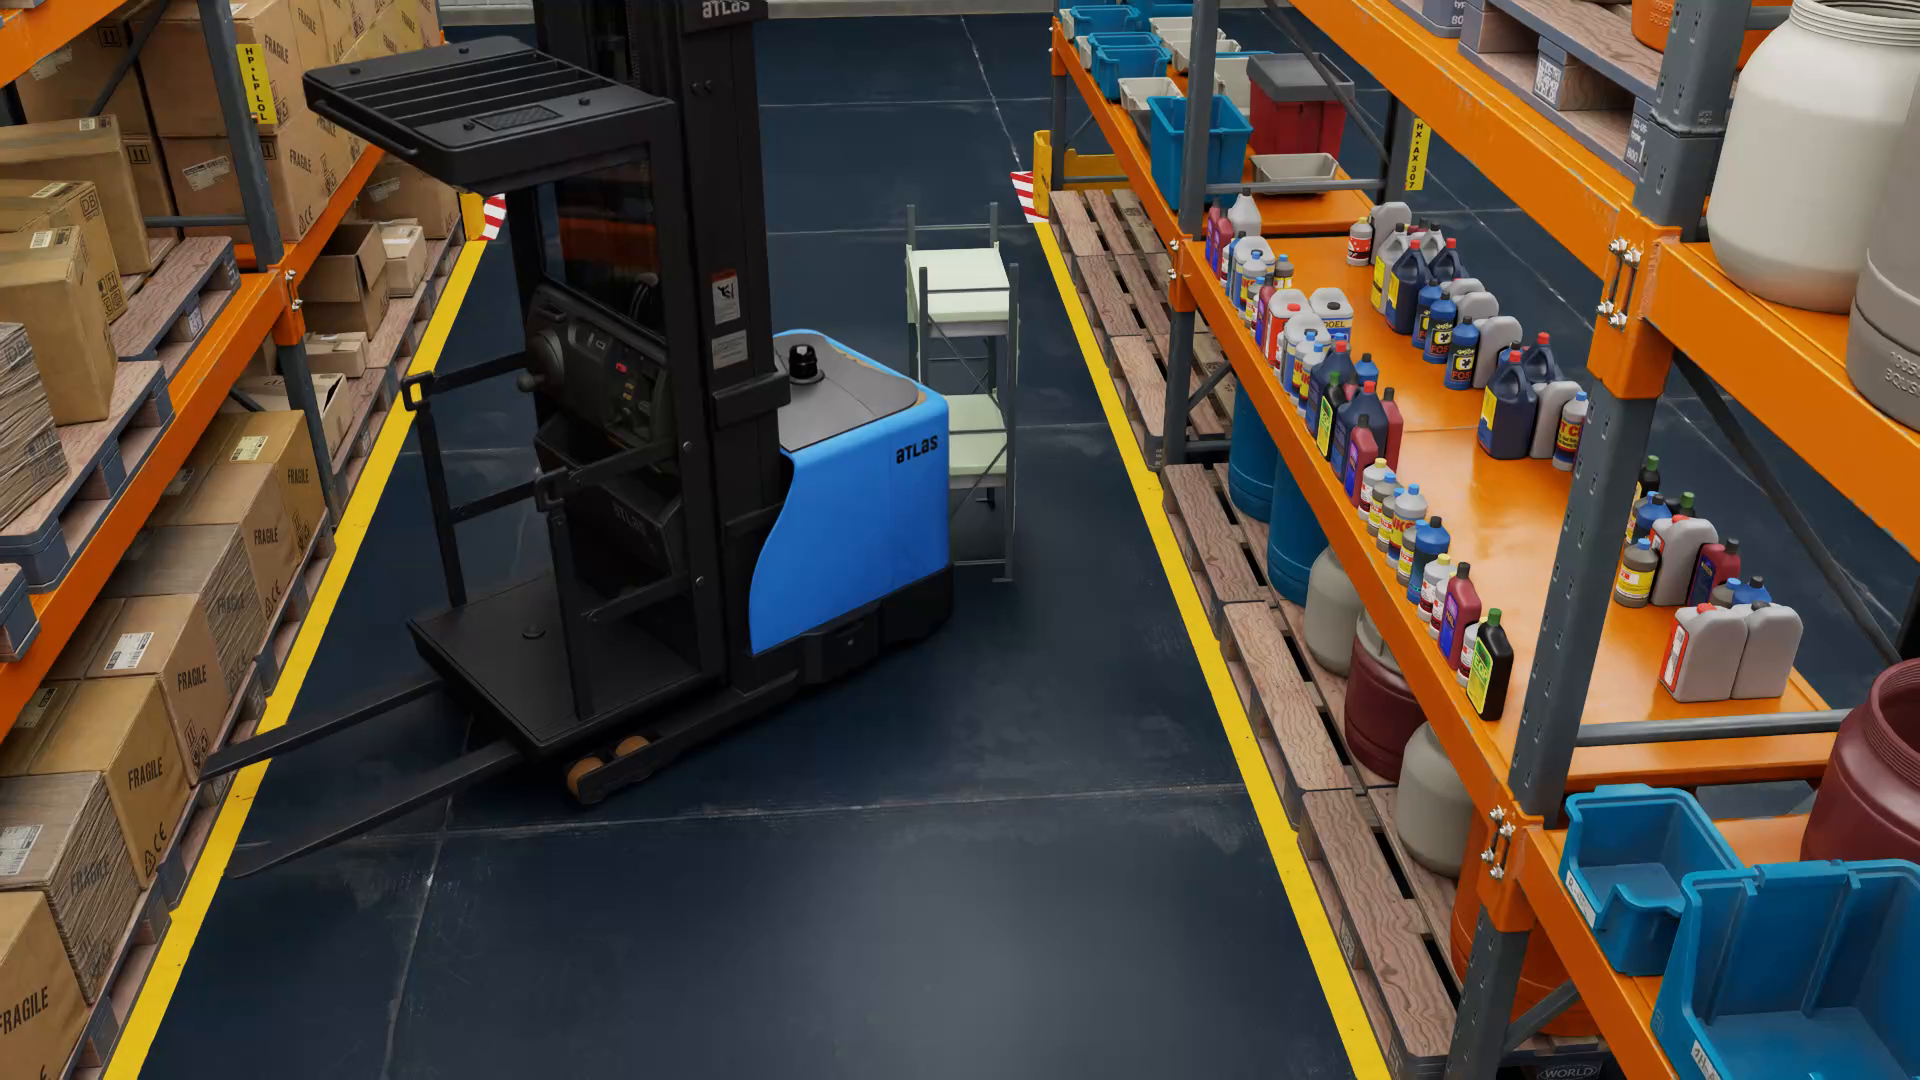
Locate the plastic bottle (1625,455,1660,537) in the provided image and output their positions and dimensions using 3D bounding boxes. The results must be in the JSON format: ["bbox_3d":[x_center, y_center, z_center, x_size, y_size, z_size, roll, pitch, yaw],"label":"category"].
[{"bbox_3d":[2.117,-0.149,5.188,0.061,0.283,0.133,-3,31,-5],"label":"plastic bottle"}]

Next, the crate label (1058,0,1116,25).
[{"bbox_3d":[0.815,-3.434,10.679,0.416,0.233,0.303,-3,31,-5],"label":"crate label"}]

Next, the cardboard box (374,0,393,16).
[{"bbox_3d":[-3.396,-3.123,8.980,0.500,0.500,0.500,-2,31,-3],"label":"cardboard box"}]

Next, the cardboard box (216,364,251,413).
[{"bbox_3d":[-3.774,-0.738,8.068,0.500,0.500,0.500,-3,31,-5],"label":"cardboard box"}]

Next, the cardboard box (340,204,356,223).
[{"bbox_3d":[-3.997,-1.849,10.172,0.500,0.250,0.500,-3,31,-5],"label":"cardboard box"}]

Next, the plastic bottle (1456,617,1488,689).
[{"bbox_3d":[1.412,0.302,4.514,0.097,0.201,0.097,0,31,0],"label":"plastic bottle"}]

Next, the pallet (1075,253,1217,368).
[{"bbox_3d":[1.269,-1.381,9.856,1.003,0.211,1.213,-3,31,-5],"label":"pallet"}]

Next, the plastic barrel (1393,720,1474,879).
[{"bbox_3d":[1.663,0.817,5.474,0.421,0.512,0.421,0,31,0],"label":"plastic barrel"}]

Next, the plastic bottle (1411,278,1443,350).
[{"bbox_3d":[1.811,-0.880,6.423,0.097,0.271,0.097,0,31,0],"label":"plastic bottle"}]

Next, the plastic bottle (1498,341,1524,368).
[{"bbox_3d":[1.958,-0.579,5.920,0.097,0.271,0.097,0,31,0],"label":"plastic bottle"}]

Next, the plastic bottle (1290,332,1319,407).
[{"bbox_3d":[1.249,-0.619,5.986,0.097,0.271,0.097,0,31,0],"label":"plastic bottle"}]

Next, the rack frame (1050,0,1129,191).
[{"bbox_3d":[1.120,-3.622,10.889,1.000,3.000,0.127,-3,31,-5],"label":"rack frame"}]

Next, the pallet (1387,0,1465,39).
[{"bbox_3d":[1.773,-1.812,5.118,1.003,0.211,1.213,-3,31,-5],"label":"pallet"}]

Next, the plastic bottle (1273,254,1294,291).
[{"bbox_3d":[1.314,-1.069,6.808,0.097,0.201,0.097,0,31,0],"label":"plastic bottle"}]

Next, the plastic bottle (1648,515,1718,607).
[{"bbox_3d":[2.105,0.043,4.874,0.152,0.276,0.135,-3,31,-5],"label":"plastic bottle"}]

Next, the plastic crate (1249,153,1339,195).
[{"bbox_3d":[1.592,-1.737,7.932,0.396,0.136,0.243,-3,31,-5],"label":"plastic crate"}]

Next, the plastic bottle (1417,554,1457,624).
[{"bbox_3d":[1.381,0.134,4.794,0.097,0.201,0.097,0,31,0],"label":"plastic bottle"}]

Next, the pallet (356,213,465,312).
[{"bbox_3d":[-3.730,-1.744,10.464,1.003,0.211,1.213,-3,31,-5],"label":"pallet"}]

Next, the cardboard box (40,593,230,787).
[{"bbox_3d":[-2.973,0.546,5.919,0.500,0.500,0.500,-4,31,-6],"label":"cardboard box"}]

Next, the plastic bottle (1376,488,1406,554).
[{"bbox_3d":[1.345,-0.065,5.127,0.097,0.201,0.097,0,31,0],"label":"plastic bottle"}]

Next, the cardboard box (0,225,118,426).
[{"bbox_3d":[-3.212,-0.669,5.438,0.700,0.500,0.500,-11,32,-17],"label":"cardboard box"}]

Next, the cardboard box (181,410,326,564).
[{"bbox_3d":[-3.107,-0.222,7.205,0.500,0.500,0.500,-3,31,-5],"label":"cardboard box"}]

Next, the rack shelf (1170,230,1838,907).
[{"bbox_3d":[1.680,-0.250,5.945,1.077,0.370,4.000,-3,31,-5],"label":"rack shelf"}]

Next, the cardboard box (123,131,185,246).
[{"bbox_3d":[-3.741,-1.631,7.457,0.500,0.500,0.500,-2,31,-4],"label":"cardboard box"}]

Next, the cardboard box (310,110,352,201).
[{"bbox_3d":[-3.266,-1.922,7.945,0.500,0.500,0.500,-2,31,-4],"label":"cardboard box"}]

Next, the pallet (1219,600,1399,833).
[{"bbox_3d":[1.641,0.637,6.477,1.003,0.211,1.213,-3,31,-5],"label":"pallet"}]

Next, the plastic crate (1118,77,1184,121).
[{"bbox_3d":[1.032,-2.367,8.987,0.293,0.136,0.466,-3,31,-5],"label":"plastic crate"}]

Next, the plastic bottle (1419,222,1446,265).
[{"bbox_3d":[1.905,-1.105,6.723,0.144,0.351,0.185,-3,31,-5],"label":"plastic bottle"}]

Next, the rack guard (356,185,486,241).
[{"bbox_3d":[-3.805,-2.275,11.071,1.175,0.500,0.348,-3,31,-5],"label":"rack guard"}]

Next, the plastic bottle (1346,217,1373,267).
[{"bbox_3d":[1.730,-1.294,7.184,0.097,0.201,0.097,0,31,0],"label":"plastic bottle"}]

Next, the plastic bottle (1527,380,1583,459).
[{"bbox_3d":[2.019,-0.429,5.664,0.152,0.276,0.135,-3,31,-5],"label":"plastic bottle"}]

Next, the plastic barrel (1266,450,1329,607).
[{"bbox_3d":[1.594,-0.219,6.829,0.600,0.901,0.708,-3,31,-5],"label":"plastic barrel"}]

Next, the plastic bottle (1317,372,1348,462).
[{"bbox_3d":[1.268,-0.420,5.642,0.061,0.283,0.133,-3,31,-5],"label":"plastic bottle"}]

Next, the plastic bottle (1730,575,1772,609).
[{"bbox_3d":[2.165,0.220,4.581,0.097,0.271,0.097,0,31,0],"label":"plastic bottle"}]

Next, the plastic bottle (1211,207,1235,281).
[{"bbox_3d":[1.115,-1.254,7.038,0.061,0.283,0.133,-3,31,-5],"label":"plastic bottle"}]

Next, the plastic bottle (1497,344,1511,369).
[{"bbox_3d":[2.006,-0.620,6.057,0.097,0.201,0.097,0,31,0],"label":"plastic bottle"}]

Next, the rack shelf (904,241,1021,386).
[{"bbox_3d":[0.001,-0.976,7.160,0.431,0.370,0.720,-3,31,-5],"label":"rack shelf"}]

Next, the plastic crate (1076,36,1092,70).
[{"bbox_3d":[0.826,-2.879,9.843,0.250,0.136,0.298,-3,31,-5],"label":"plastic crate"}]

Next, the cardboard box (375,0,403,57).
[{"bbox_3d":[-3.406,-2.694,9.238,0.500,0.500,0.500,-3,31,-4],"label":"cardboard box"}]

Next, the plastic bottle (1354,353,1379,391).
[{"bbox_3d":[1.411,-0.526,5.831,0.097,0.271,0.097,0,31,0],"label":"plastic bottle"}]

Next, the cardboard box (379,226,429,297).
[{"bbox_3d":[-3.457,-1.643,9.828,0.500,0.250,0.500,-3,31,-5],"label":"cardboard box"}]

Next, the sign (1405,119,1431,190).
[{"bbox_3d":[2.041,-1.724,7.442,0.100,0.325,0.005,-3,31,-5],"label":"sign"}]

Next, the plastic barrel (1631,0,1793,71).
[{"bbox_3d":[1.817,-1.480,3.550,0.600,0.830,0.708,-3,31,-5],"label":"plastic barrel"}]

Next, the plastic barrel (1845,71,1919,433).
[{"bbox_3d":[1.728,-0.611,2.434,0.600,0.901,0.600,0,31,0],"label":"plastic barrel"}]

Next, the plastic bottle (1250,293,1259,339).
[{"bbox_3d":[1.193,-0.893,6.514,0.097,0.201,0.097,0,31,0],"label":"plastic bottle"}]

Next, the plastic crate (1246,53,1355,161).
[{"bbox_3d":[1.660,-2.101,8.222,0.402,0.464,0.583,-3,31,-5],"label":"plastic crate"}]

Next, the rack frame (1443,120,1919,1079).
[{"bbox_3d":[1.867,0.462,4.051,1.000,3.000,0.127,-3,31,-5],"label":"rack frame"}]

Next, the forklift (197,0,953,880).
[{"bbox_3d":[-1.473,-0.593,5.884,3.031,2.935,1.130,-24,38,-34],"label":"forklift"}]

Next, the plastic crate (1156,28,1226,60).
[{"bbox_3d":[1.389,-2.979,10.010,0.396,0.136,0.243,-3,31,-5],"label":"plastic crate"}]

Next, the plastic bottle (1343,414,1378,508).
[{"bbox_3d":[1.298,-0.257,5.370,0.061,0.283,0.133,-3,31,-5],"label":"plastic bottle"}]

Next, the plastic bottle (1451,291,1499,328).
[{"bbox_3d":[1.946,-0.828,6.333,0.152,0.276,0.135,-3,31,-5],"label":"plastic bottle"}]

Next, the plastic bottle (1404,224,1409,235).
[{"bbox_3d":[1.890,-1.251,7.113,0.097,0.201,0.097,0,31,0],"label":"plastic bottle"}]

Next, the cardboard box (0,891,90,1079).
[{"bbox_3d":[-2.823,1.336,4.597,0.500,0.500,0.500,-1,31,-2],"label":"cardboard box"}]

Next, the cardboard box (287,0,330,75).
[{"bbox_3d":[-3.251,-2.334,7.660,0.500,0.500,0.500,-4,31,-6],"label":"cardboard box"}]

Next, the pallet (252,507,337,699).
[{"bbox_3d":[-3.325,0.266,7.099,1.003,0.211,1.213,-3,31,-5],"label":"pallet"}]

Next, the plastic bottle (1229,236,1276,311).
[{"bbox_3d":[1.192,-1.085,6.763,0.152,0.276,0.135,-3,31,-5],"label":"plastic bottle"}]

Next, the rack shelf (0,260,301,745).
[{"bbox_3d":[-3.252,-0.015,5.551,1.077,0.370,4.000,-3,31,-5],"label":"rack shelf"}]

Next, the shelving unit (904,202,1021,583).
[{"bbox_3d":[0.001,-0.640,7.360,0.431,1.500,0.755,-3,31,-5],"label":"shelving unit"}]

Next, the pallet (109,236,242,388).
[{"bbox_3d":[-3.473,-0.849,6.433,1.003,0.211,1.213,-3,31,-5],"label":"pallet"}]

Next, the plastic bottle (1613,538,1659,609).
[{"bbox_3d":[1.983,0.090,4.867,0.097,0.201,0.097,0,31,0],"label":"plastic bottle"}]
